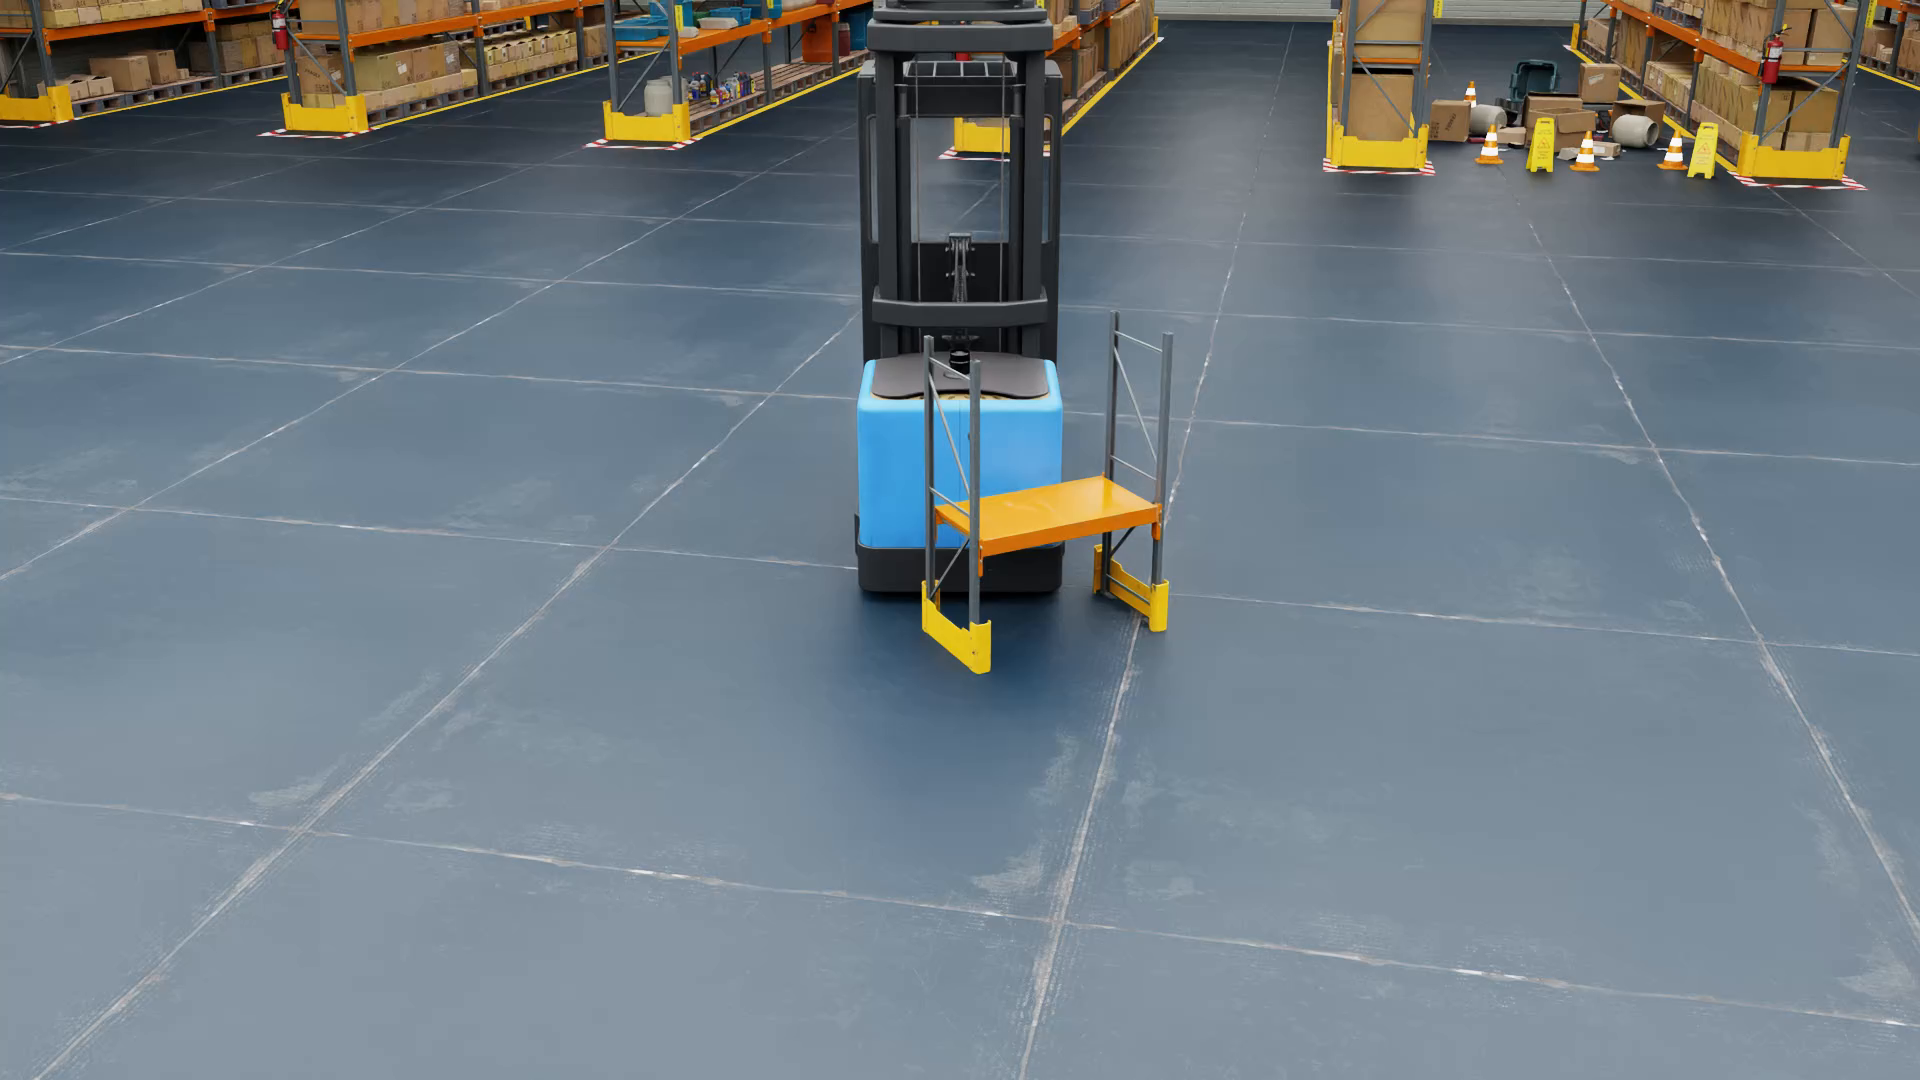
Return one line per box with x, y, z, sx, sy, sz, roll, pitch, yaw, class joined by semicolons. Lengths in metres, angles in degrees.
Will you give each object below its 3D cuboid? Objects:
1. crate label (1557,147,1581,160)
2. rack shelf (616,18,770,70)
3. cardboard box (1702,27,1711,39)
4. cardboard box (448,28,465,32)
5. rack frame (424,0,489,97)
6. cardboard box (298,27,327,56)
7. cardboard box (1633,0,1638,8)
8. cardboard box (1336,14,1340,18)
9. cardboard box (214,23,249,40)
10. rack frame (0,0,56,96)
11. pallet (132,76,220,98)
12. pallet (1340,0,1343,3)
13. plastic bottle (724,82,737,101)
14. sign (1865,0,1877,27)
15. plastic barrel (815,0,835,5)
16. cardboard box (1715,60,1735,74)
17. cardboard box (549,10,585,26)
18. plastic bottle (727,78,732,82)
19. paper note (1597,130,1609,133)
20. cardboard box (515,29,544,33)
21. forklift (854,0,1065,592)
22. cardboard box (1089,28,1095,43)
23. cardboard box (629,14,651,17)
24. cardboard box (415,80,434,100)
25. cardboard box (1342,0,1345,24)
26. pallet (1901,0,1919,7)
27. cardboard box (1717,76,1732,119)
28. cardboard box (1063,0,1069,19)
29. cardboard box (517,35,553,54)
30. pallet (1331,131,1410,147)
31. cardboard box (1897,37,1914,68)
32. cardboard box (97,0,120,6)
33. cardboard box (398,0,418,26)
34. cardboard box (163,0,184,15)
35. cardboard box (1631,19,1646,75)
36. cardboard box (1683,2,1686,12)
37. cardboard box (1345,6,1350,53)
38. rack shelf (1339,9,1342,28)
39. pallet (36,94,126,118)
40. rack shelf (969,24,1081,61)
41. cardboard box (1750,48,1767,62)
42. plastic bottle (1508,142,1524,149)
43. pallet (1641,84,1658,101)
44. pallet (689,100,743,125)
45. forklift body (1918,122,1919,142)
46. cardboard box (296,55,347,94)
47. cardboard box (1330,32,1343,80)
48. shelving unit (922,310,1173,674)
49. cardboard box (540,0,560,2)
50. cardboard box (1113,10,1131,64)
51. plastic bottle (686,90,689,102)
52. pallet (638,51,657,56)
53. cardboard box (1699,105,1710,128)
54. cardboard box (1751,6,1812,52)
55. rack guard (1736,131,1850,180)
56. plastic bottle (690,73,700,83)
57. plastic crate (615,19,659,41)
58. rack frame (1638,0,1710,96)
7.975;-5.038;21.680;0.250;0.136;0.298;-7;23;-17;crate label
-3.935;-7.389;24.648;1.077;0.370;4.000;4;22;11;rack shelf
10.645;-7.114;23.338;0.380;0.149;0.250;4;22;11;cardboard box
-11.341;-11.436;36.517;0.700;0.500;0.500;5;22;12;cardboard box
-8.376;-8.833;27.270;1.000;3.000;0.127;4;22;11;rack frame
-12.506;-9.449;31.558;0.700;0.500;0.500;5;22;12;cardboard box
11.896;-9.290;28.606;0.500;0.250;0.500;4;22;10;cardboard box
8.166;-11.033;35.190;0.380;0.149;0.250;3;22;8;cardboard box
-13.005;-9.033;29.521;0.500;0.250;0.500;4;22;10;cardboard box
-14.042;-7.746;24.572;1.000;3.000;0.127;4;22;11;rack frame
-13.328;-7.667;28.109;1.003;0.211;1.213;4;22;11;pallet
7.336;-9.762;29.835;1.003;0.211;1.213;4;22;11;pallet
-3.519;-6.890;25.502;0.152;0.276;0.135;5;22;12;plastic bottle
10.738;-6.218;19.619;0.100;0.325;0.005;4;22;11;sign
-2.509;-9.787;29.457;0.600;0.536;0.708;4;22;11;plastic barrel
10.399;-6.366;22.391;0.380;0.149;0.250;6;23;14;cardboard box
-7.591;-10.069;32.093;0.500;0.250;0.500;5;23;13;cardboard box
-3.566;-7.069;25.948;0.152;0.276;0.135;4;22;11;plastic bottle
9.245;-5.880;23.912;0.148;0.019;0.142;4;22;11;paper note
-7.954;-9.306;30.813;0.500;0.311;0.500;5;23;13;cardboard box
0.000;-1.593;9.387;1.130;2.935;3.031;0;22;0;forklift
2.030;-8.684;28.655;0.500;0.250;0.500;5;23;13;cardboard box
-6.563;-10.601;34.417;0.500;0.500;0.500;4;22;11;cardboard box
-8.557;-7.017;25.880;0.500;0.250;0.500;4;22;11;cardboard box
6.104;-8.104;25.326;0.500;0.500;0.500;4;22;10;cardboard box
17.245;-9.497;29.175;1.003;0.211;1.213;4;22;11;pallet
10.328;-5.813;21.887;0.500;0.500;0.500;4;22;10;cardboard box
1.169;-8.101;24.921;0.875;0.500;0.500;4;22;11;cardboard box
-7.631;-8.890;29.780;0.500;0.311;0.500;4;22;11;cardboard box
5.427;-5.203;21.991;1.003;0.211;1.213;4;22;11;pallet
17.196;-8.745;29.836;0.500;0.500;0.500;5;23;13;cardboard box
-13.428;-8.554;25.748;0.500;0.500;0.500;4;22;9;cardboard box
-8.771;-8.153;25.447;0.700;0.500;0.500;5;23;13;cardboard box
-13.136;-8.771;27.290;0.500;0.250;0.500;5;22;11;cardboard box
12.248;-8.565;28.888;0.875;0.875;0.875;5;22;12;cardboard box
11.080;-7.980;24.928;0.380;0.149;0.250;4;22;11;cardboard box
5.462;-6.610;21.550;0.875;0.550;0.550;4;22;11;cardboard box
7.381;-9.522;29.944;1.077;0.370;4.000;4;22;11;rack shelf
-13.826;-6.775;25.893;1.003;0.211;1.213;4;22;11;pallet
0.913;-7.011;23.710;1.077;0.370;4.000;4;22;11;rack shelf
10.017;-5.996;20.562;0.380;0.149;0.250;4;22;10;cardboard box
7.537;-5.364;22.591;0.133;0.061;0.283;-3;22;-8;plastic bottle
11.678;-7.205;26.960;1.003;0.211;1.213;4;22;11;pallet
-3.952;-6.470;25.137;1.003;0.211;1.213;4;22;11;pallet
13.668;-5.920;21.173;2.313;2.155;1.214;4;22;11;forklift body
-9.374;-6.856;24.476;0.500;0.500;0.500;4;22;11;cardboard box
6.760;-8.060;27.799;1.050;0.750;0.750;4;22;10;cardboard box
0.419;-0.255;7.980;1.083;1.500;0.587;-11;24;-26;shelving unit
-7.473;-9.829;30.080;0.380;0.149;0.250;4;22;11;cardboard box
2.488;-9.325;30.773;1.225;0.875;0.875;5;22;11;cardboard box
-4.165;-6.740;25.231;0.097;0.201;0.097;0;22;0;plastic bottle
-6.872;-10.165;34.310;1.003;0.211;1.213;4;22;11;pallet
10.540;-5.849;22.980;0.500;0.250;0.500;6;23;14;cardboard box
10.048;-6.262;20.354;0.500;0.500;0.500;4;22;10;cardboard box
10.222;-4.726;20.420;1.175;0.500;0.348;4;22;11;rack guard
-4.137;-7.097;25.916;0.144;0.351;0.185;4;22;9;plastic bottle
-4.534;-7.128;23.236;0.499;0.251;0.616;4;22;11;plastic crate
11.839;-8.784;27.148;1.000;3.000;0.127;4;22;11;rack frame
